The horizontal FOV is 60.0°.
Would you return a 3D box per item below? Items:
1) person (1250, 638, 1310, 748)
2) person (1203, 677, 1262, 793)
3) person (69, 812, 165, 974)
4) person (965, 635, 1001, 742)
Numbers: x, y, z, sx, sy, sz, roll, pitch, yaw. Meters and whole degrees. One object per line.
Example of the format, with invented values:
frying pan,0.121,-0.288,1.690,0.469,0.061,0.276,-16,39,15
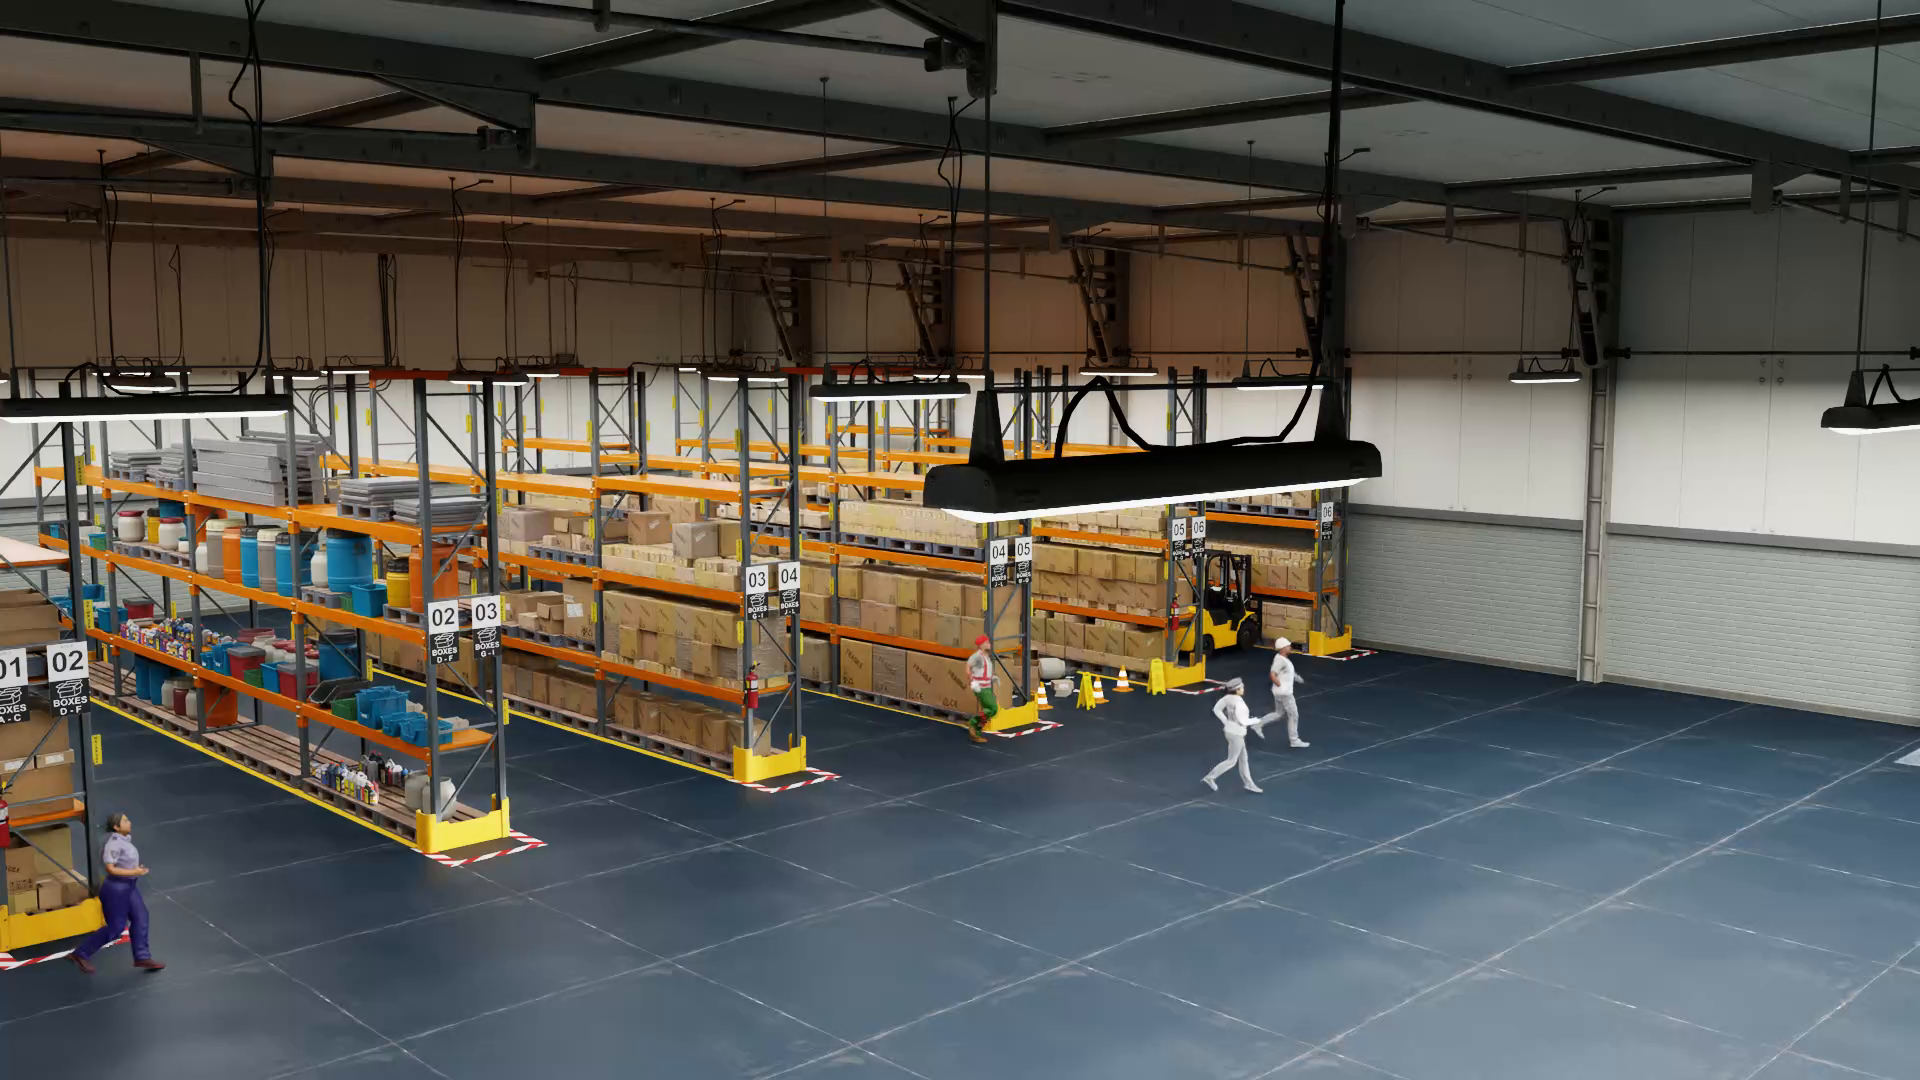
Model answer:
person,5.148,2.437,26.648,0.936,1.762,0.713,1,6,7
person,3.910,2.805,23.761,0.924,1.712,0.613,-1,7,-10
person,-8.639,3.613,17.018,0.859,1.637,0.625,-2,7,-17
person,0.398,2.420,27.140,0.528,1.736,0.701,2,7,13
